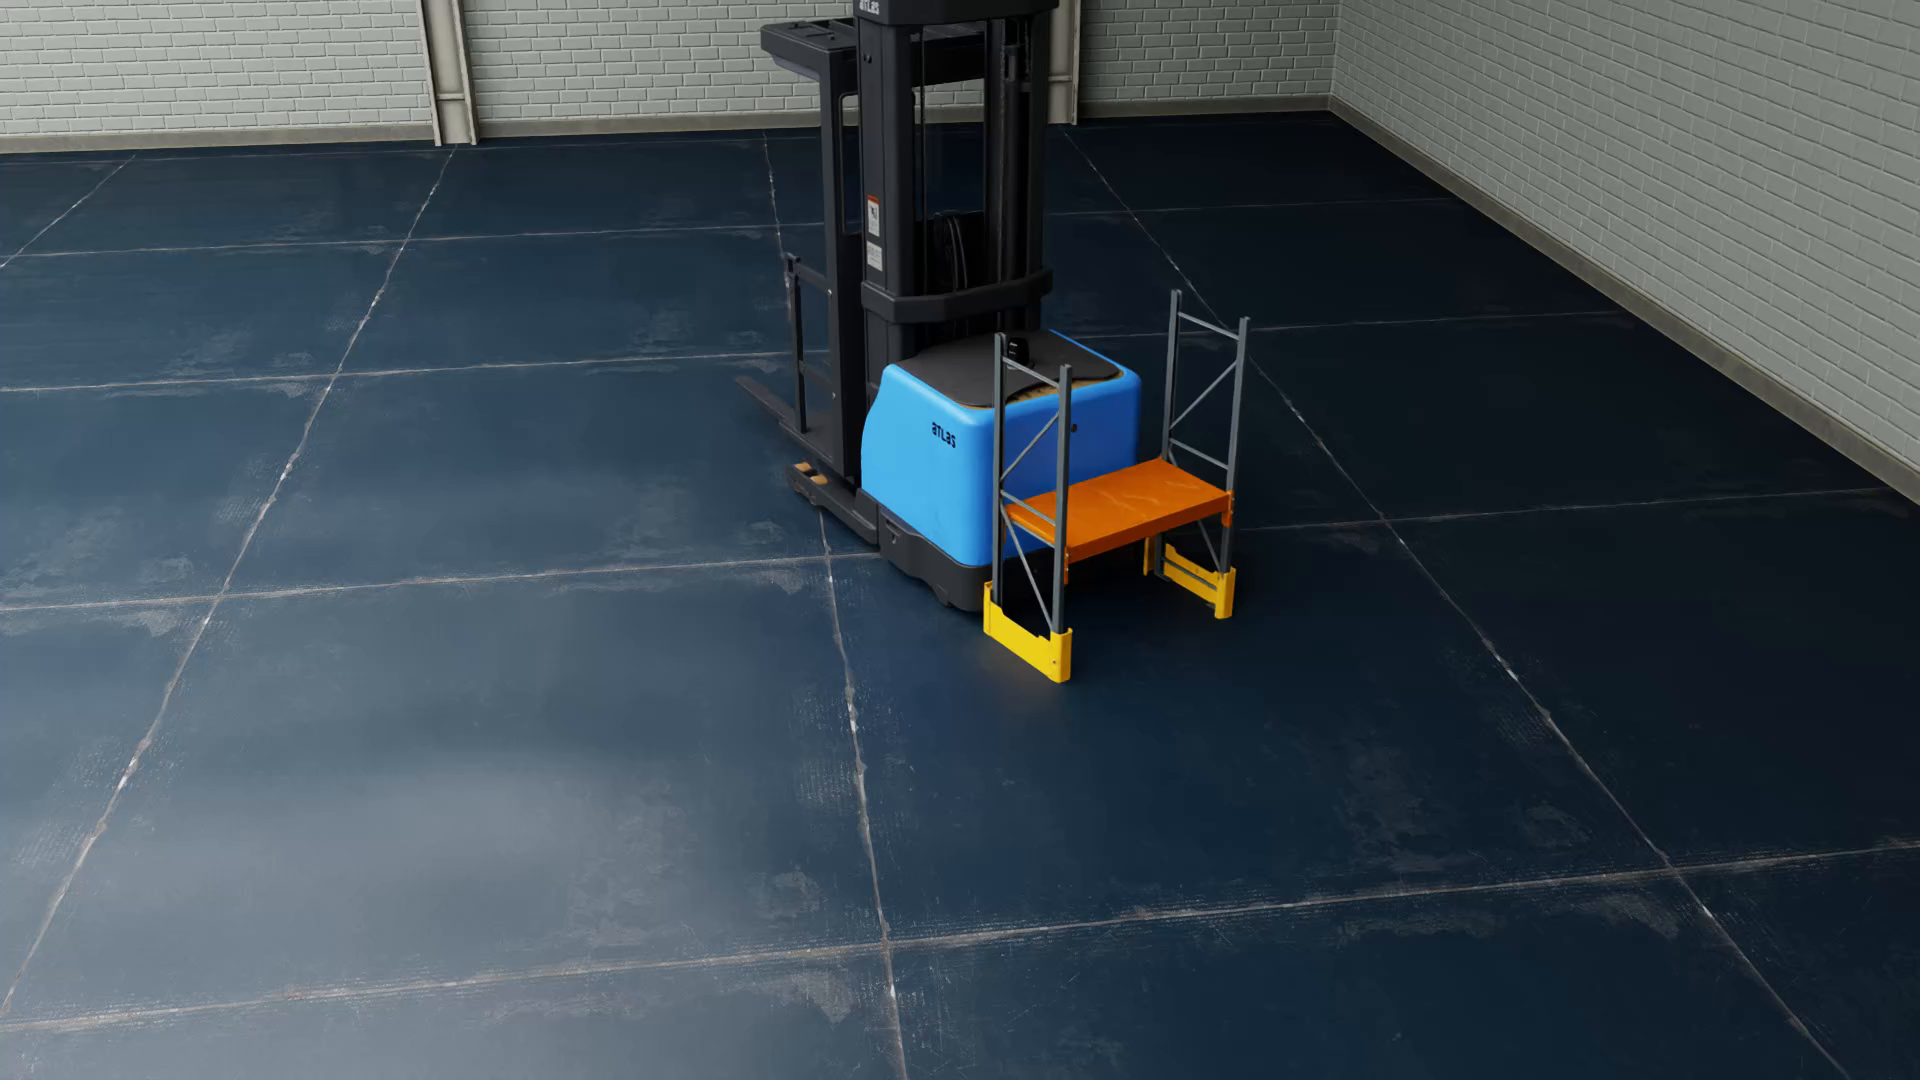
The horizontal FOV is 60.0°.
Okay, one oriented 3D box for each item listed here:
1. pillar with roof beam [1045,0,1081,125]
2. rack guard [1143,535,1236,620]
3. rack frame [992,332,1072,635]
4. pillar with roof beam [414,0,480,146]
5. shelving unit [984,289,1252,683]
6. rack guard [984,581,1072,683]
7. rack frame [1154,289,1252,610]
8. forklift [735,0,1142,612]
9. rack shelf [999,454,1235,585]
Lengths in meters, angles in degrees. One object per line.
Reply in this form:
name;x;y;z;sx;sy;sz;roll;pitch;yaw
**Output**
pillar with roof beam;1.587;-6.375;11.317;0.400;9.000;9.100;-4;27;-7
rack guard;1.121;0.156;8.171;0.087;0.250;0.587;-18;32;-31
rack frame;0.307;-0.138;7.374;0.032;1.500;0.500;-18;32;-31
pillar with roof beam;-4.354;-5.993;10.573;0.400;9.000;9.100;-4;27;-7
shelving unit;0.715;-0.269;7.630;1.083;1.500;0.587;-18;32;-31
rack guard;0.307;0.417;7.661;0.087;0.250;0.587;-18;32;-31
rack frame;1.138;-0.405;7.895;0.032;1.500;0.500;-18;32;-31
forklift;-0.308;-1.593;8.645;1.130;2.935;3.031;-16;31;-28
rack shelf;0.722;-0.112;7.717;1.000;0.185;0.538;-18;32;-31
